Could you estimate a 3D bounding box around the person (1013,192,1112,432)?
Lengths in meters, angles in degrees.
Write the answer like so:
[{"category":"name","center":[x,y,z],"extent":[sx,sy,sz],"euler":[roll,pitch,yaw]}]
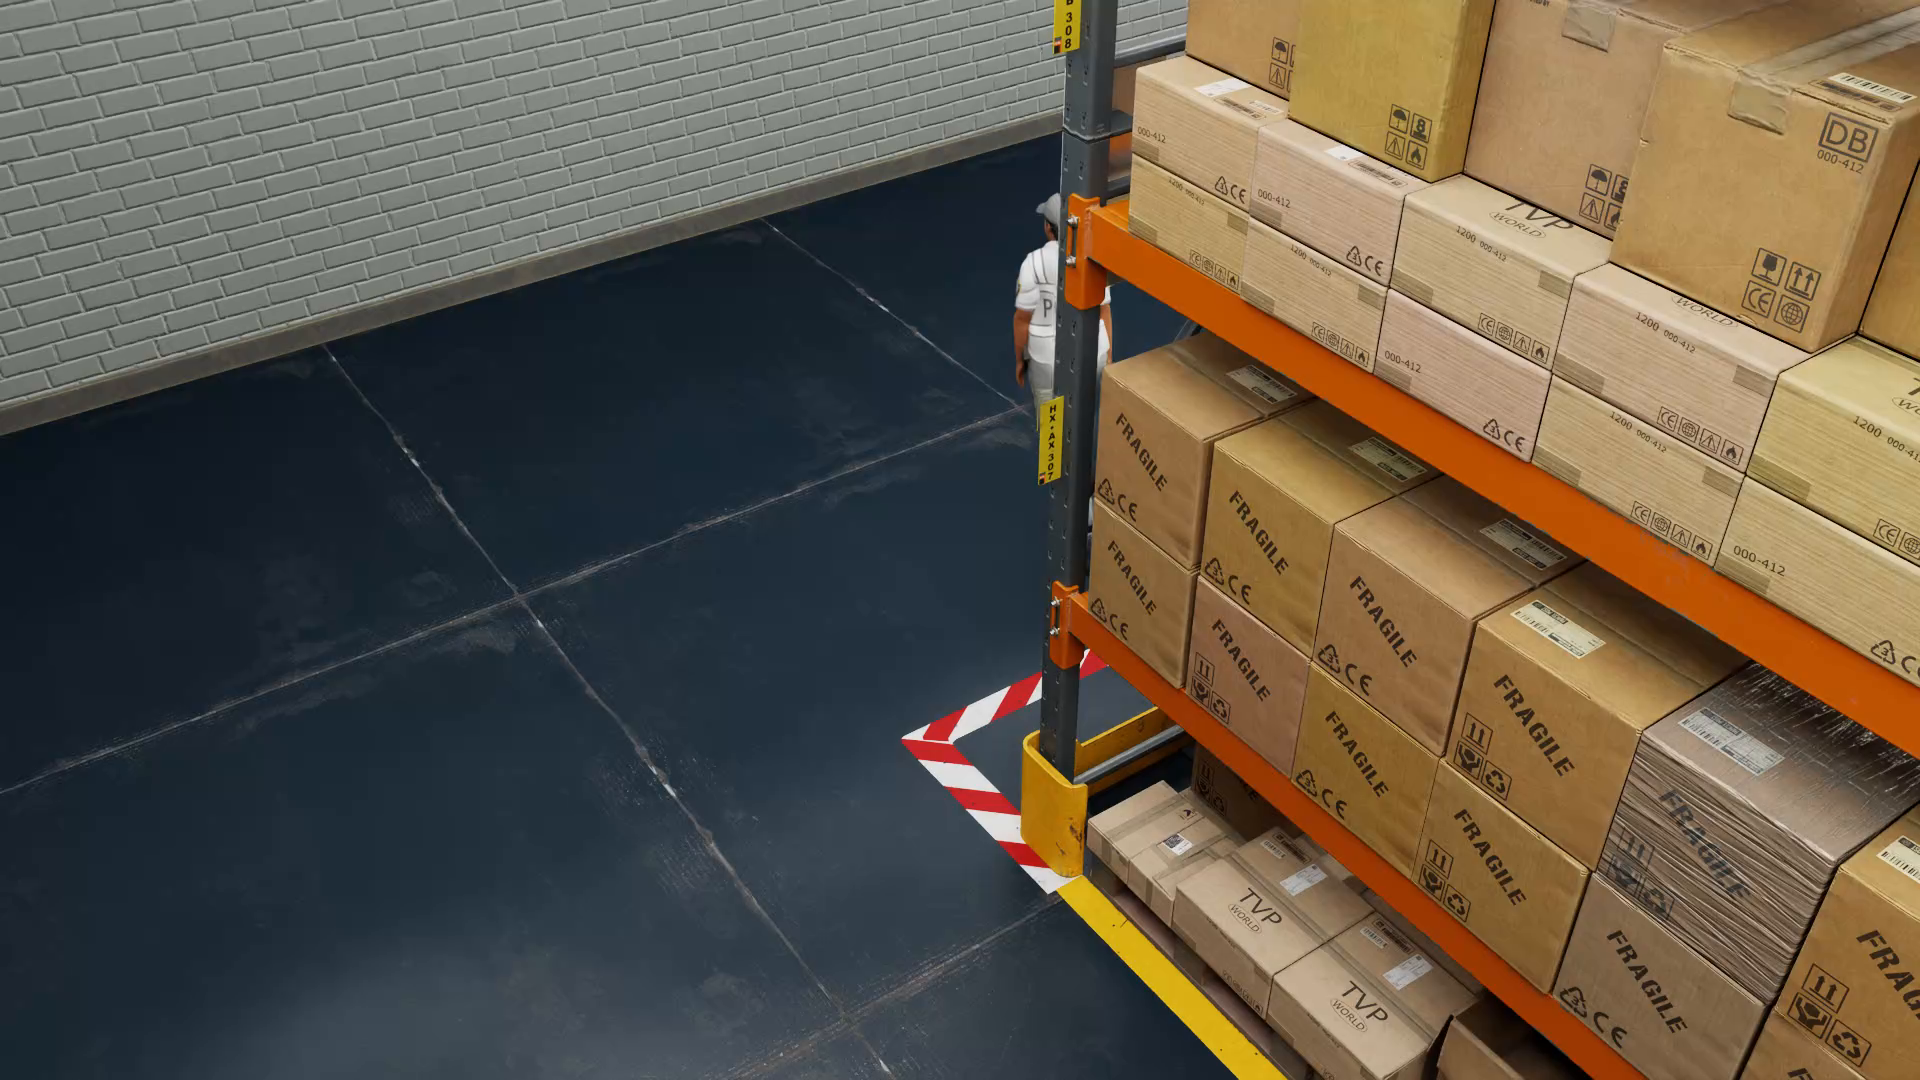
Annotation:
[{"category":"person","center":[0.507,-0.926,8.282],"extent":[0.486,1.599,1.061],"euler":[-12,38,-15]}]
